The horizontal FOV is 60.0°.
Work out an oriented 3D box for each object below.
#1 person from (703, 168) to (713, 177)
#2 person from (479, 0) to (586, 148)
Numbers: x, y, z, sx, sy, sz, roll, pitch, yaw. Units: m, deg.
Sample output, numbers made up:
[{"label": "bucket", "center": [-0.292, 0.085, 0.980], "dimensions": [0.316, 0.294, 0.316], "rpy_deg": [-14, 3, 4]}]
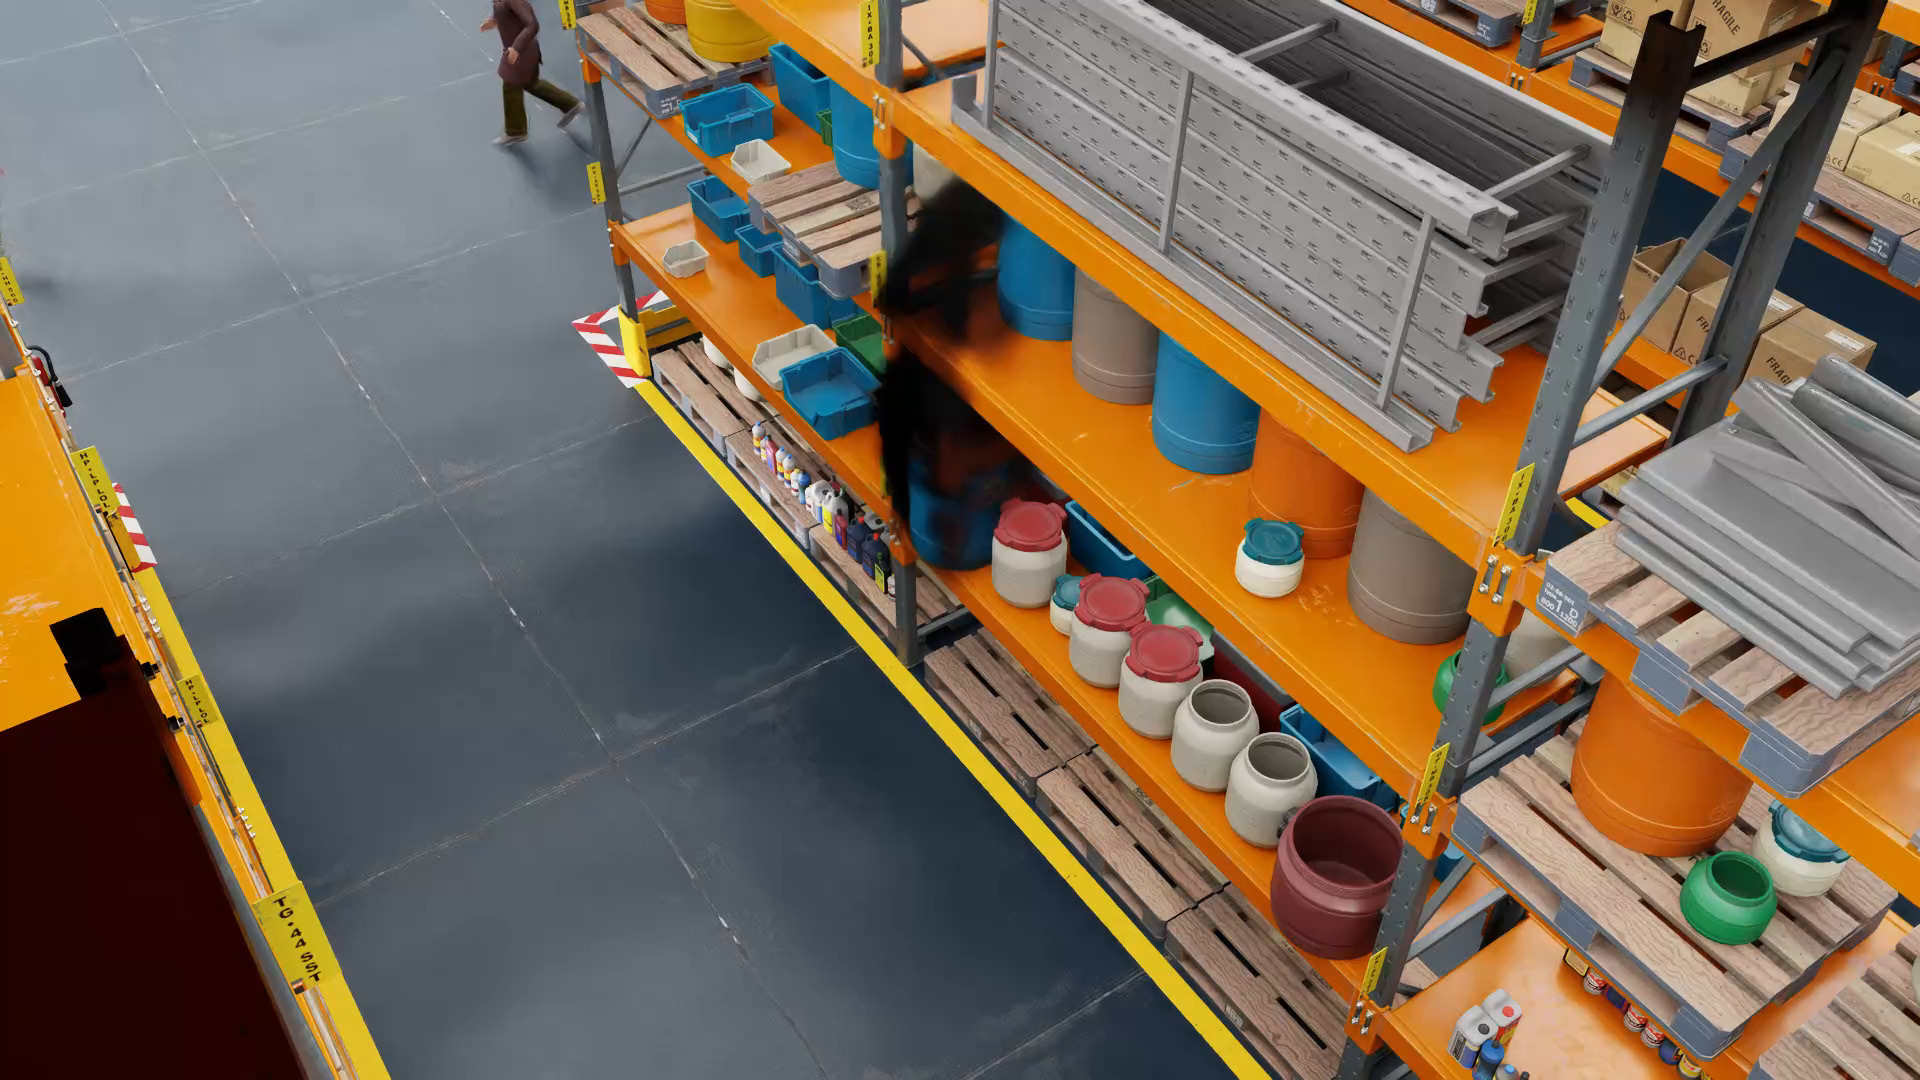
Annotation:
[{"label": "person", "center": [-1.889, -3.078, 13.838], "dimensions": [0.784, 1.748, 0.714], "rpy_deg": [13, 44, 14]}, {"label": "person", "center": [-4.013, -4.498, 15.336], "dimensions": [0.933, 1.799, 0.734], "rpy_deg": [-7, 43, -7]}]
